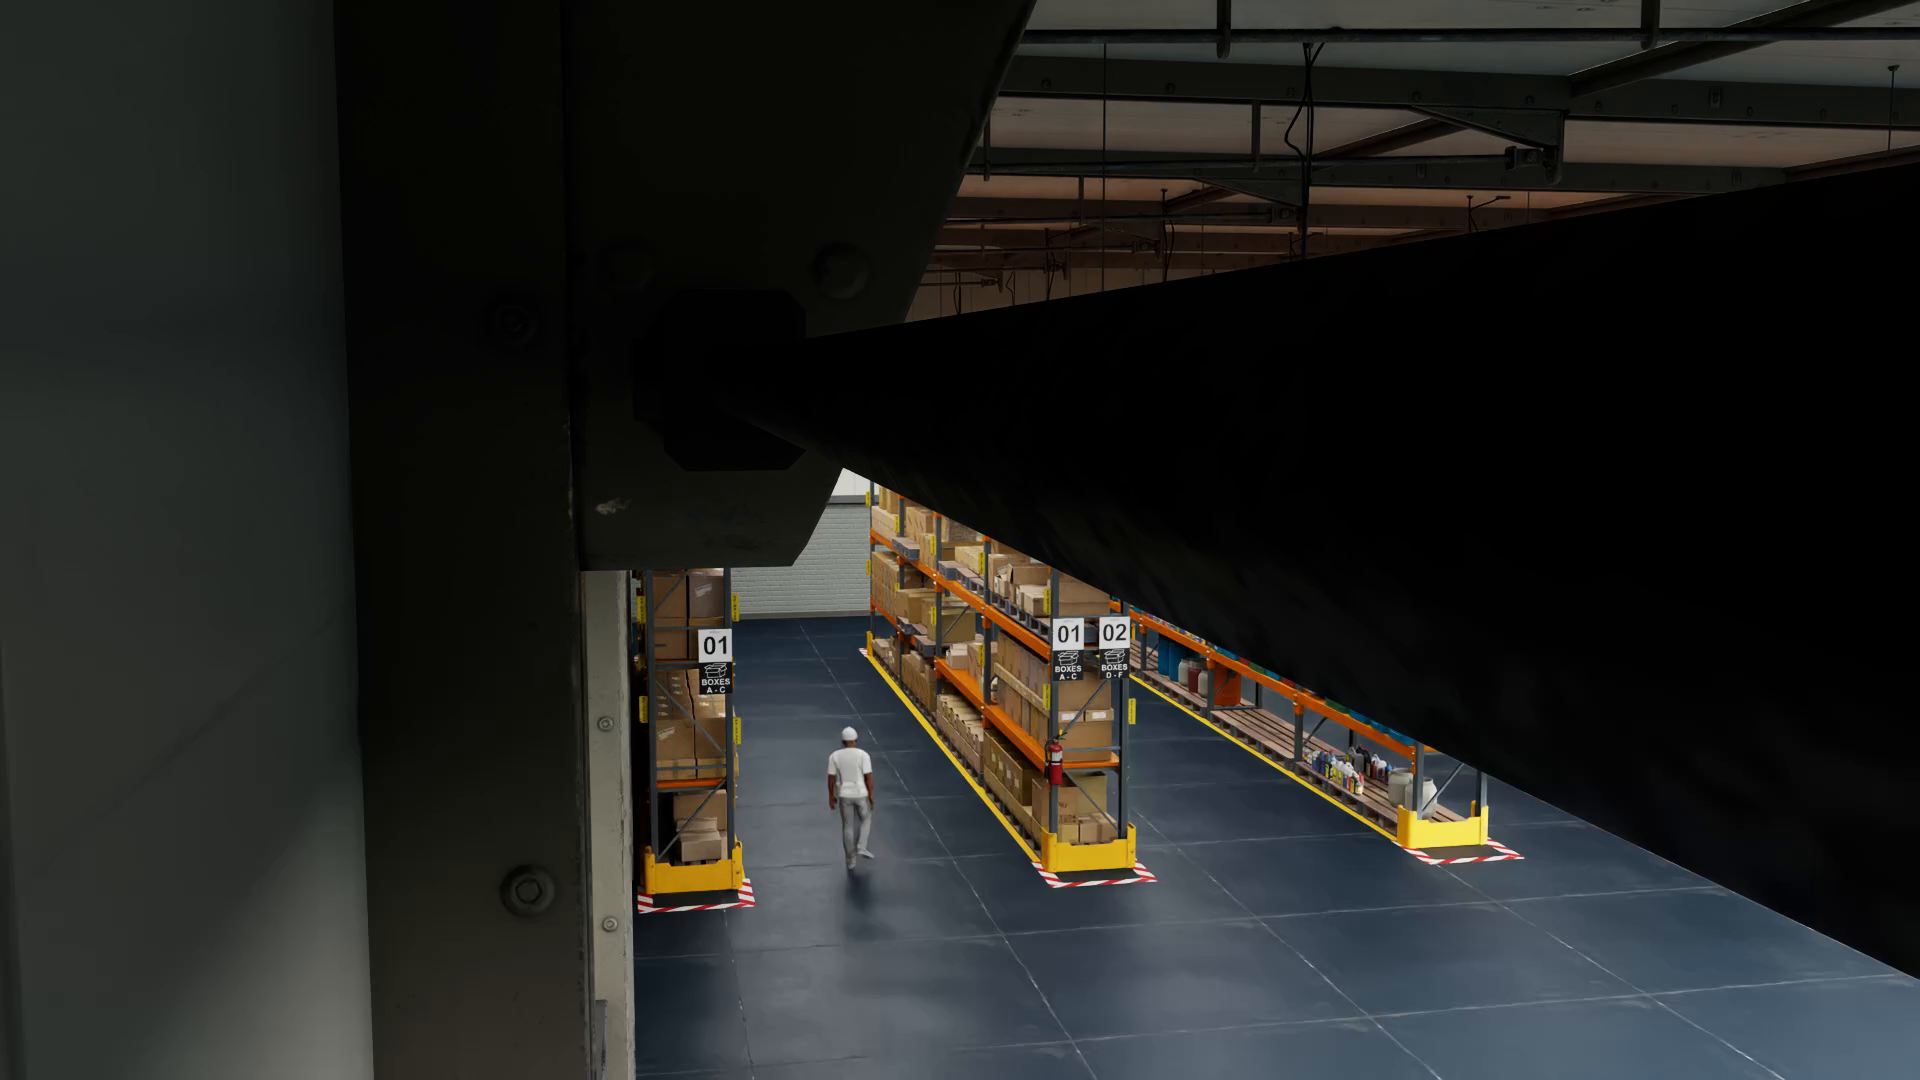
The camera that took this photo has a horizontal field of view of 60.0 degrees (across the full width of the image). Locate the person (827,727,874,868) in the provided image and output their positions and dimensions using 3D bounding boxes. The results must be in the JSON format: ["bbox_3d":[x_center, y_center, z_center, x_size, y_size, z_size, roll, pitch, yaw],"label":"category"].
[{"bbox_3d":[-1.380,3.249,21.089,0.603,1.751,0.476,0,6,1],"label":"person"}]
